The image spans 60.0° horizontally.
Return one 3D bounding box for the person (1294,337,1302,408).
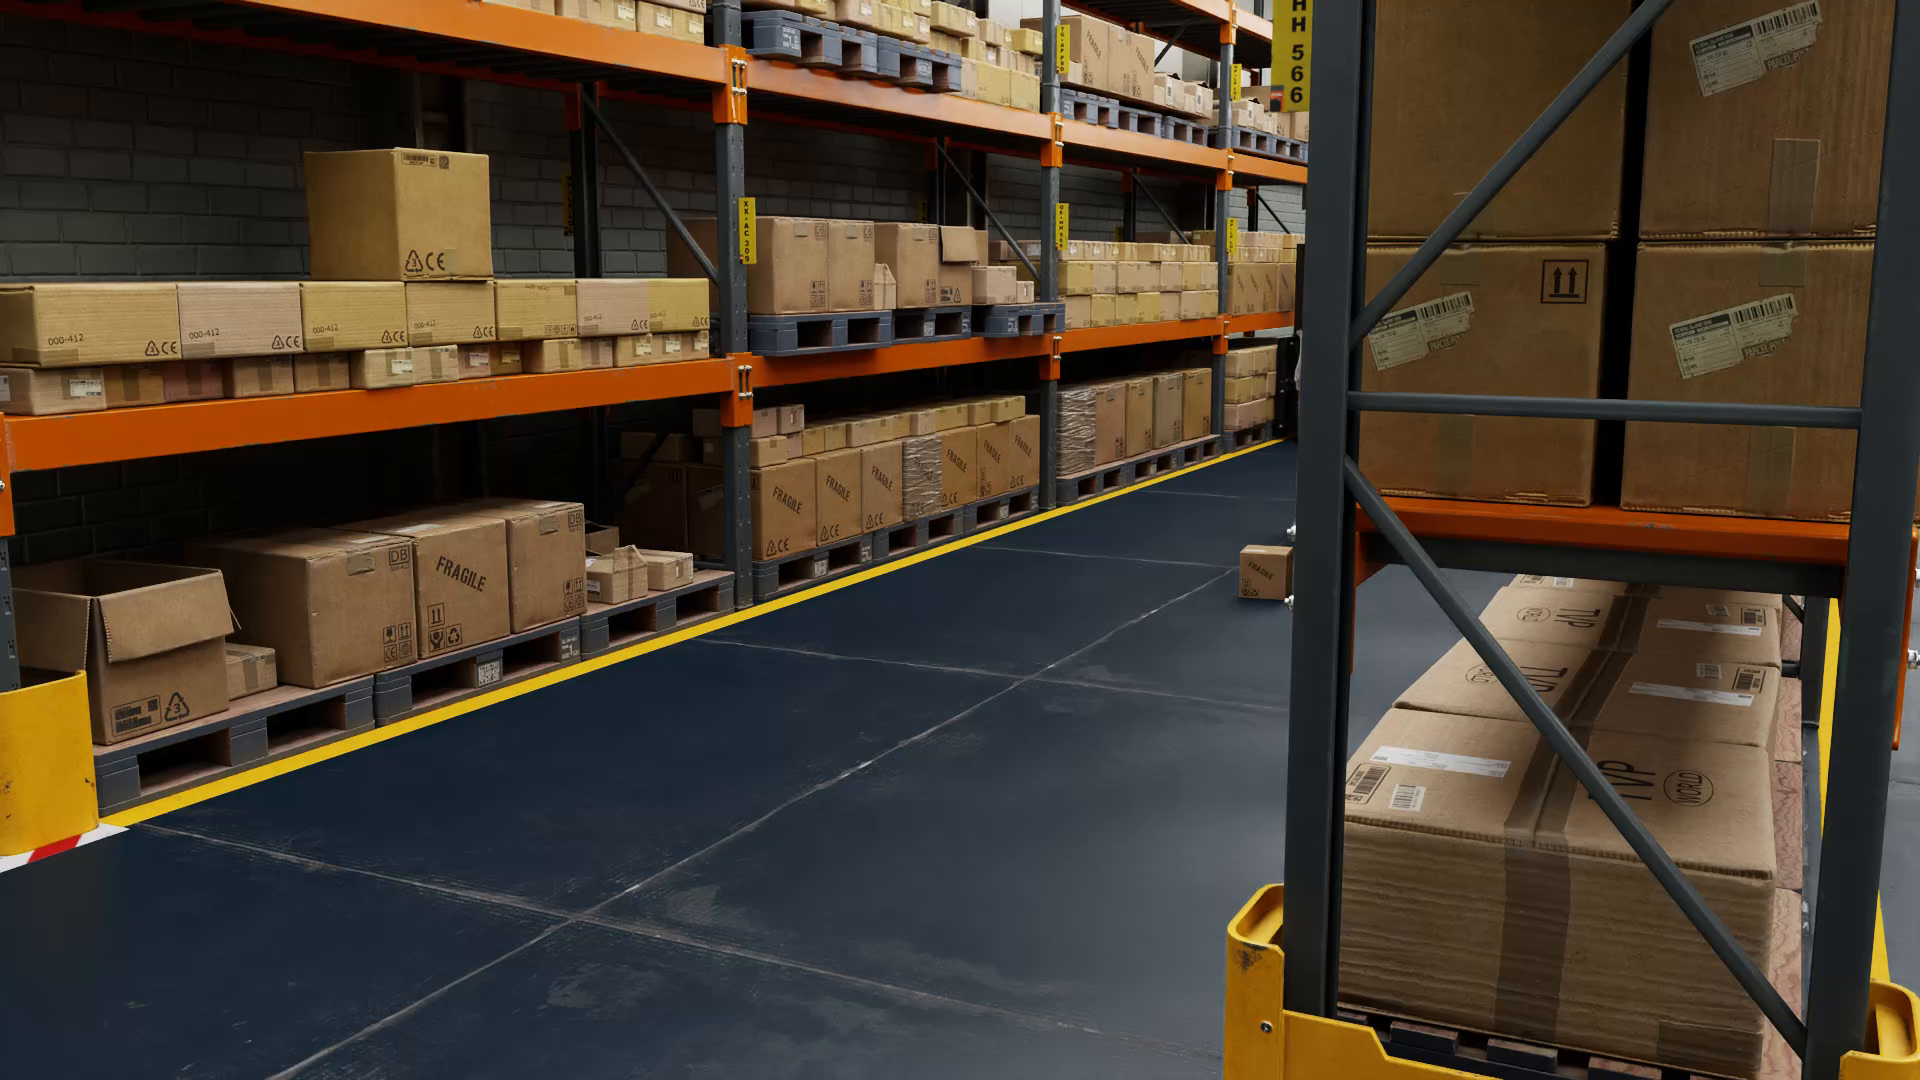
[{"bbox_3d":[2.525,-0.917,11.468,0.438,1.564,0.816,4,10,21],"label":"person"}]
